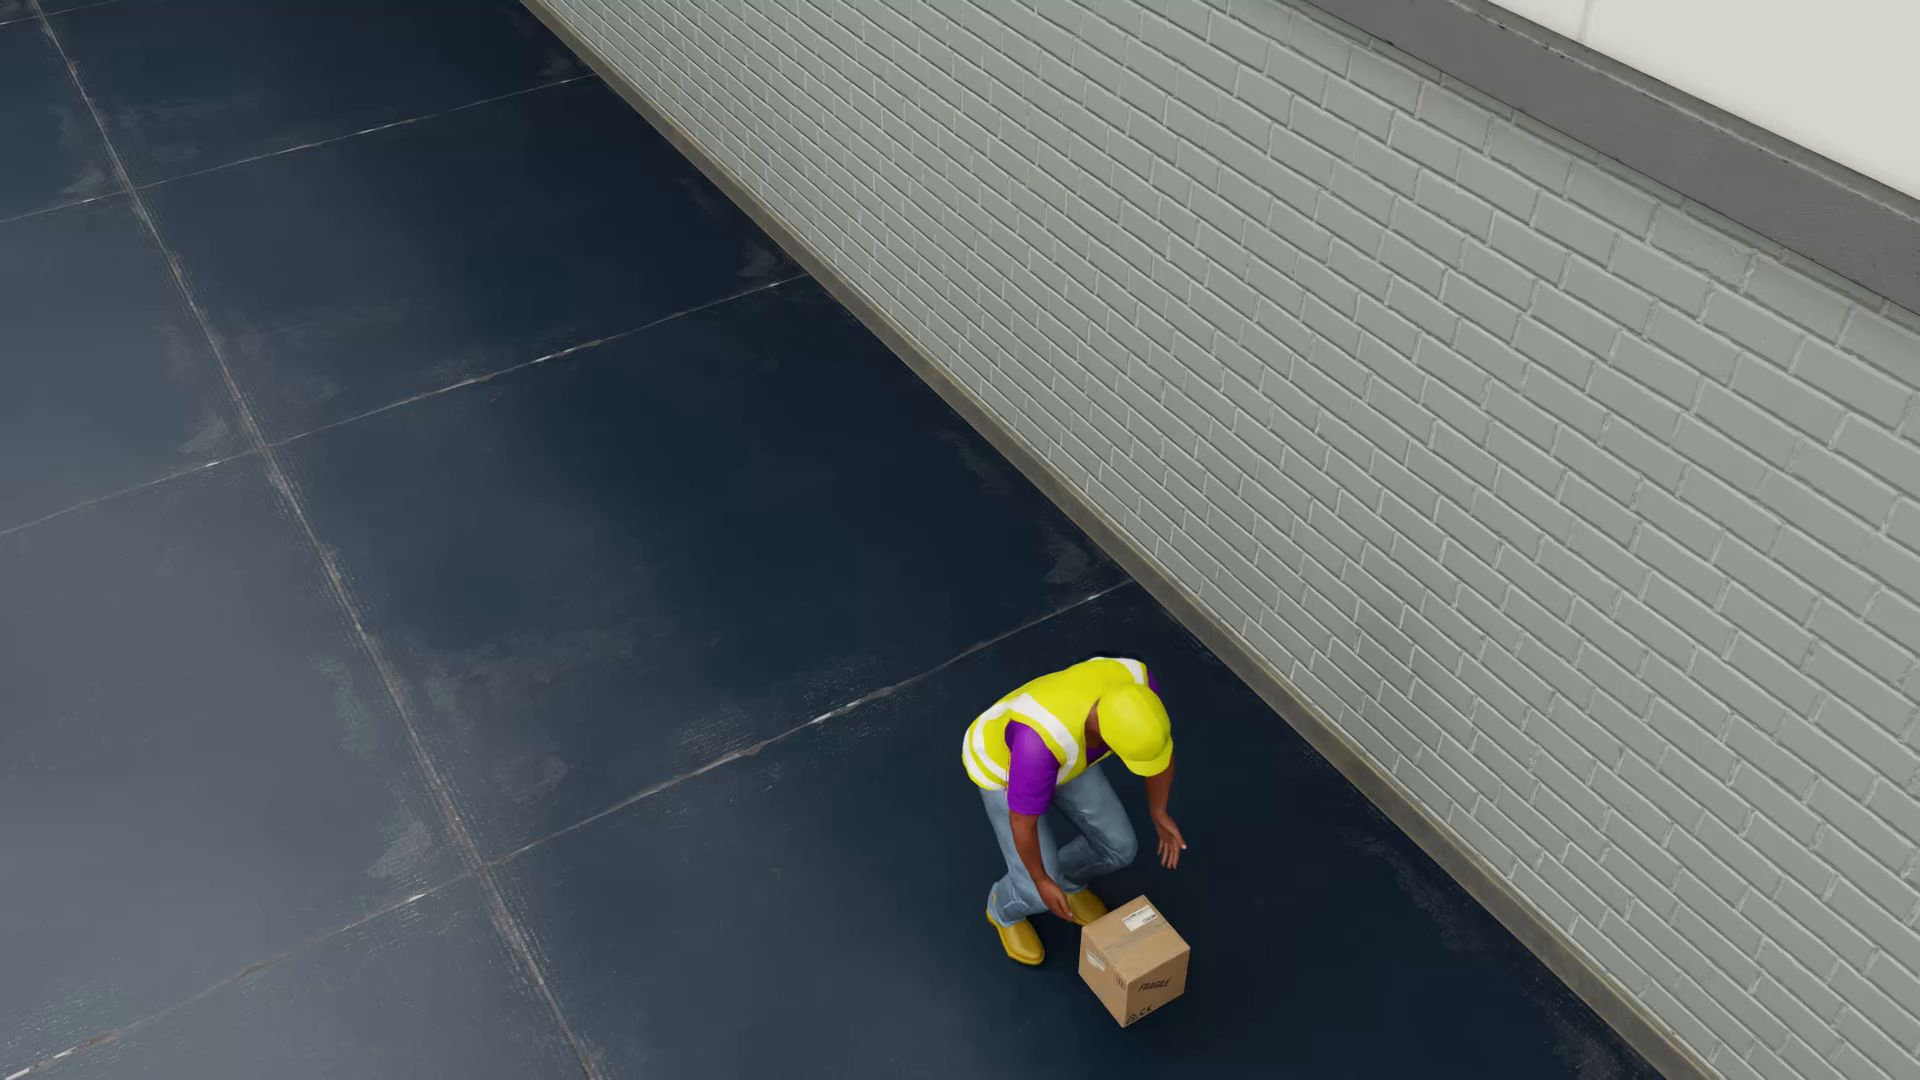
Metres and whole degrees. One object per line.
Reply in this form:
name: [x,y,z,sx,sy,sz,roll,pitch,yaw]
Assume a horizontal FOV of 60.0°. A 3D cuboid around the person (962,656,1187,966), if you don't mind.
person: [0.371,0.835,5.442,0.632,1.405,0.762,-22,45,-24]
